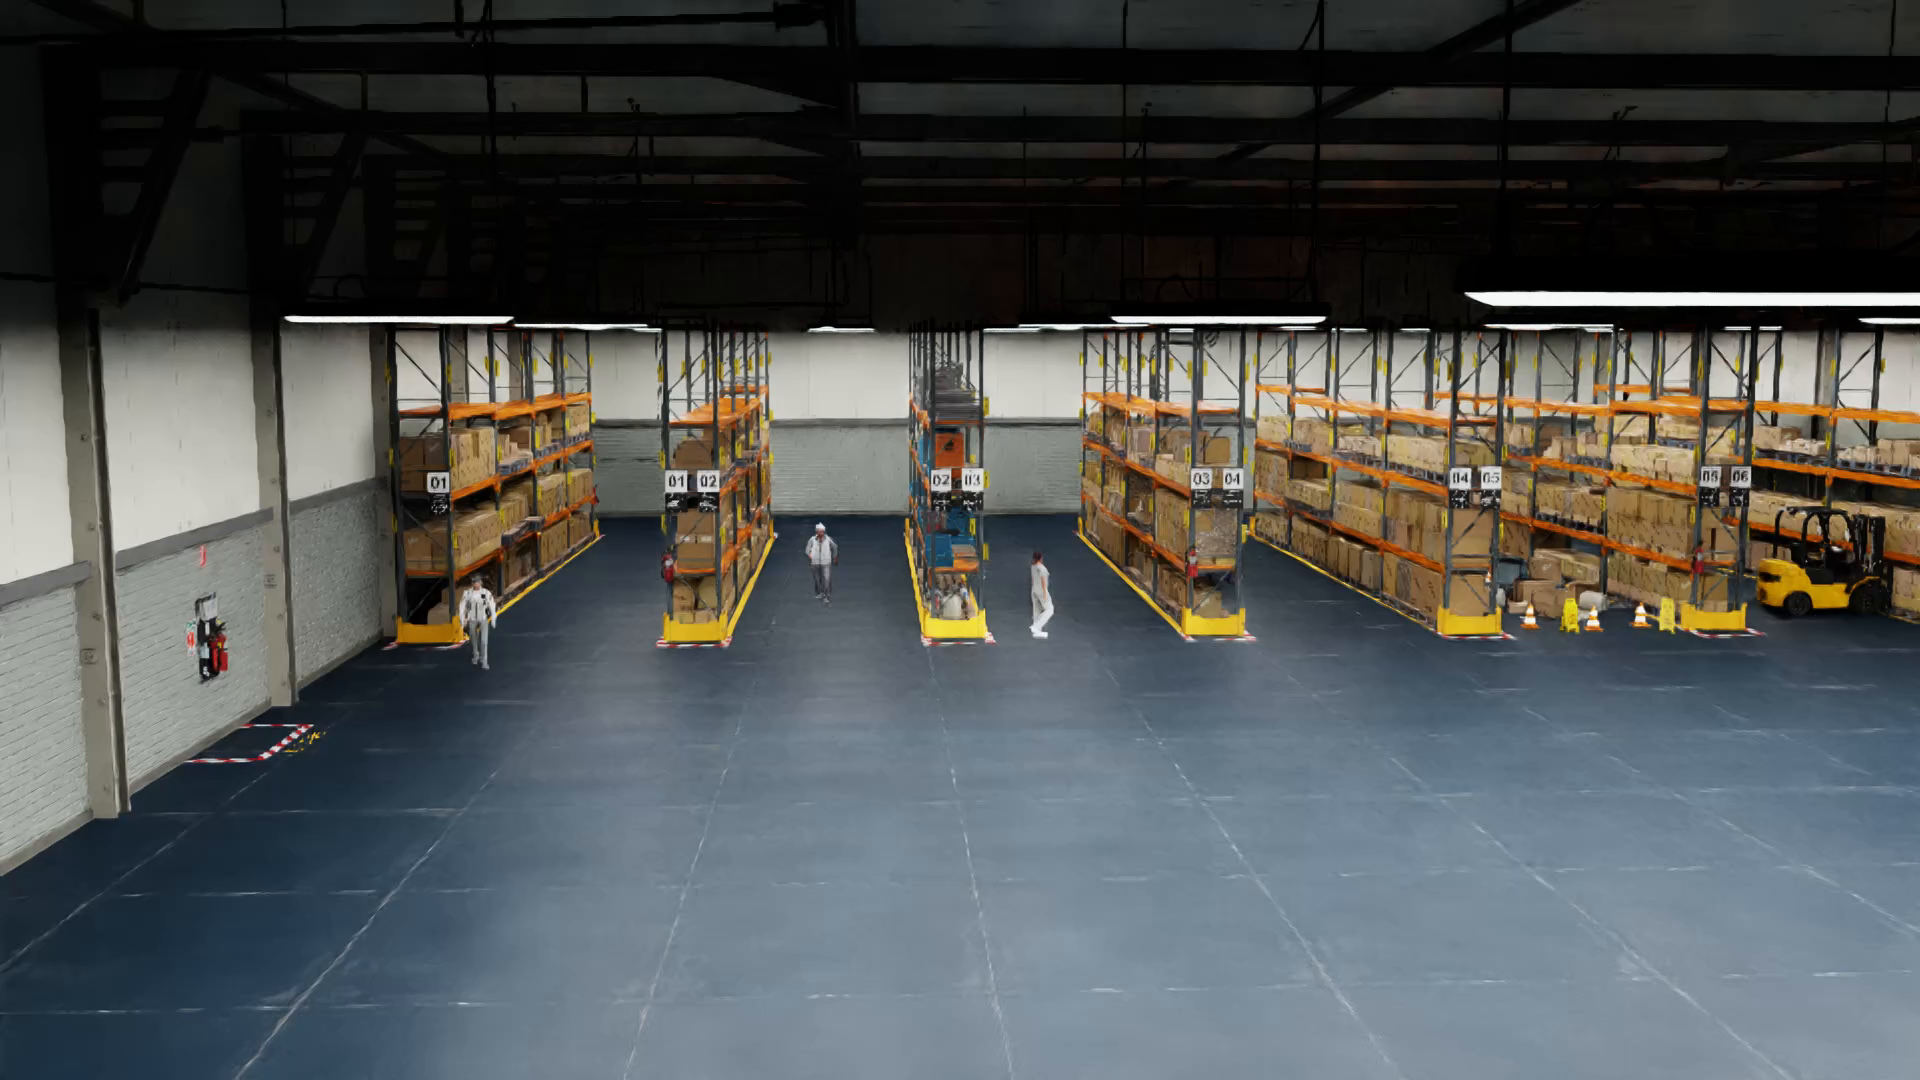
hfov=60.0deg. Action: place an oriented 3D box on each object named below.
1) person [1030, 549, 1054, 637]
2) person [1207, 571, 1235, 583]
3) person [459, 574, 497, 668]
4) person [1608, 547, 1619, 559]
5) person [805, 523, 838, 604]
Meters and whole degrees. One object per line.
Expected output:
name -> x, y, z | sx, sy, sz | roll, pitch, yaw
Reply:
person -> 1.495, 1.017, 31.443 | 0.435, 1.671, 0.492 | -4, 8, -29
person -> 5.983, 0.192, 38.365 | 0.478, 1.580, 0.999 | -1, 7, -11
person -> -8.336, 1.362, 28.784 | 0.618, 1.645, 0.659 | -1, 7, -12
person -> 16.270, -0.273, 41.354 | 0.580, 1.763, 0.673 | 4, 8, 26
person -> -2.978, 0.470, 35.701 | 0.680, 1.709, 0.866 | 0, 7, 2
